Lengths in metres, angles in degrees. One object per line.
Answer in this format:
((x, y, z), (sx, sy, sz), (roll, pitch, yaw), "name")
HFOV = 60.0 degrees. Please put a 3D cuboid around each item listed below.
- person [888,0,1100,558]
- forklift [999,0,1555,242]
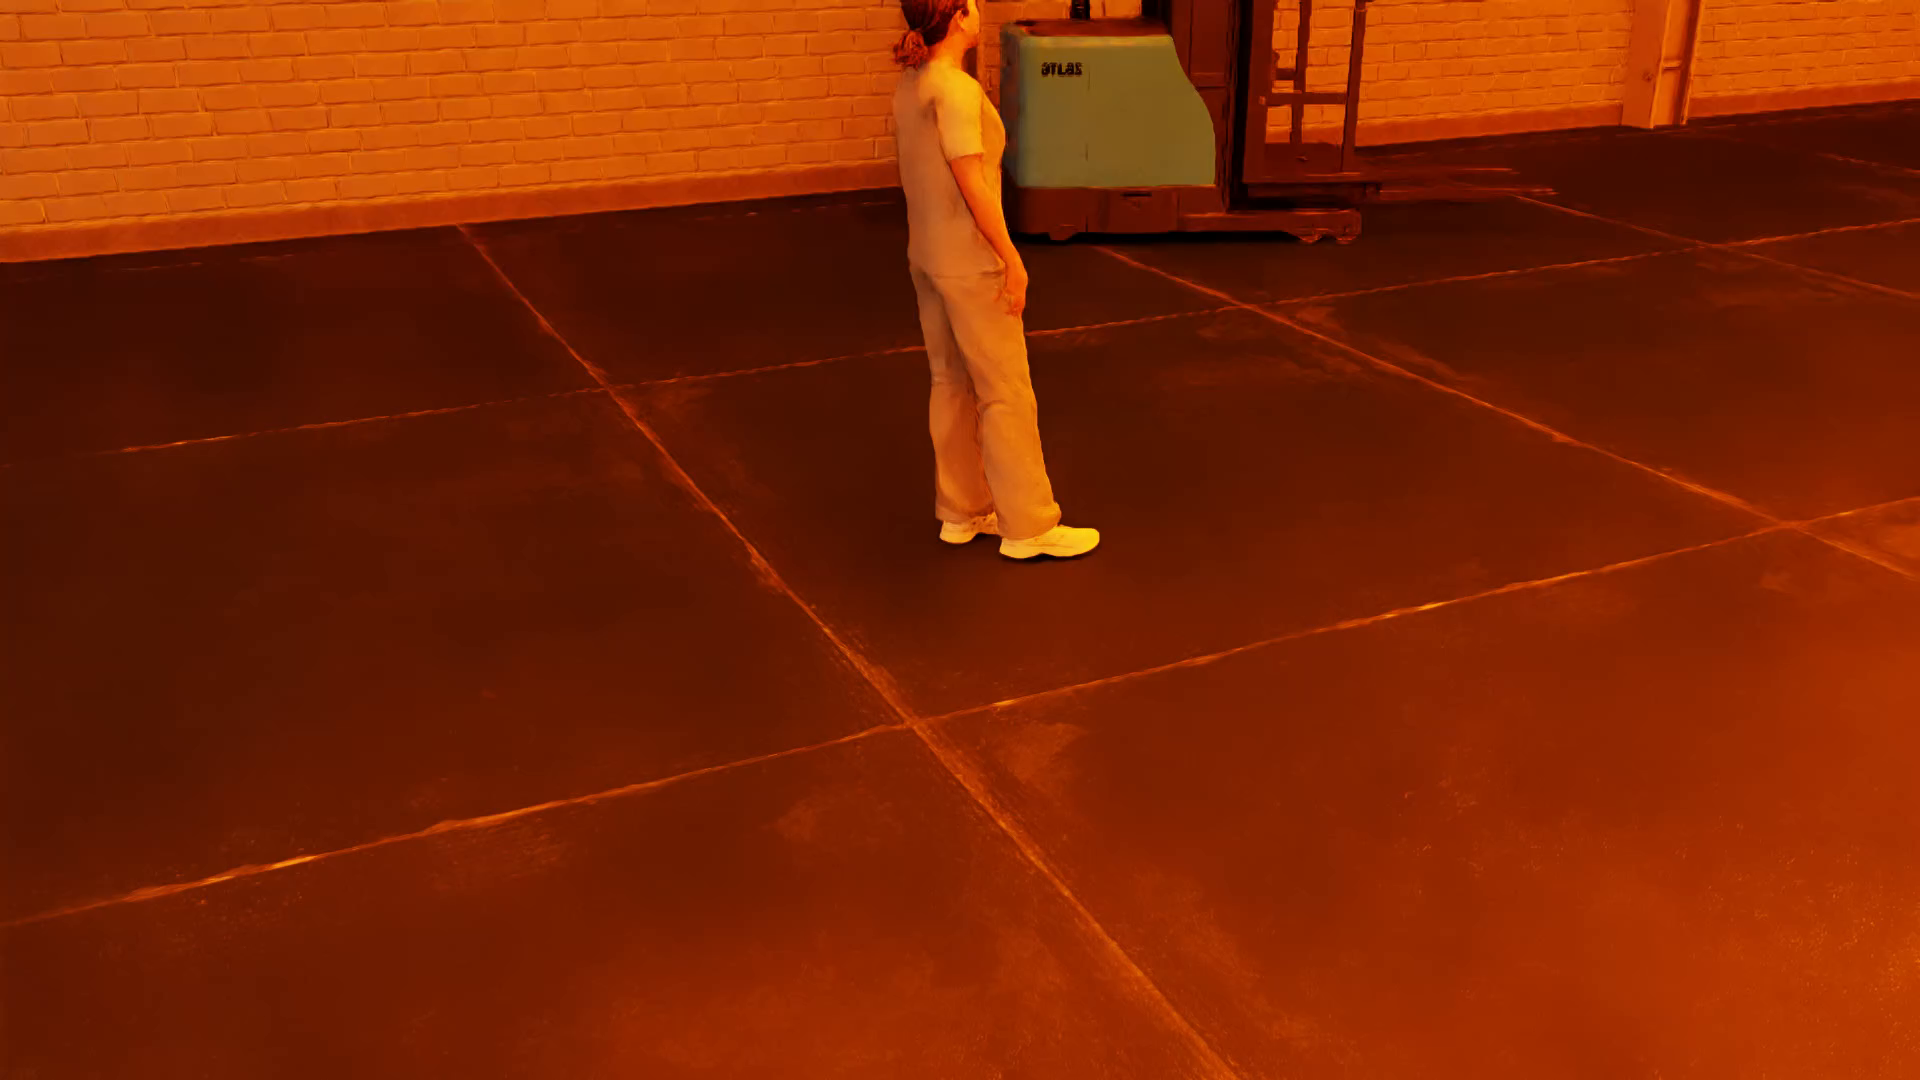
((0.080, -0.784, 4.806), (0.532, 1.663, 0.550), (-10, 25, -23), "person")
((1.758, -3.167, 8.909), (3.031, 2.935, 1.130), (-2, 23, -5), "forklift")
